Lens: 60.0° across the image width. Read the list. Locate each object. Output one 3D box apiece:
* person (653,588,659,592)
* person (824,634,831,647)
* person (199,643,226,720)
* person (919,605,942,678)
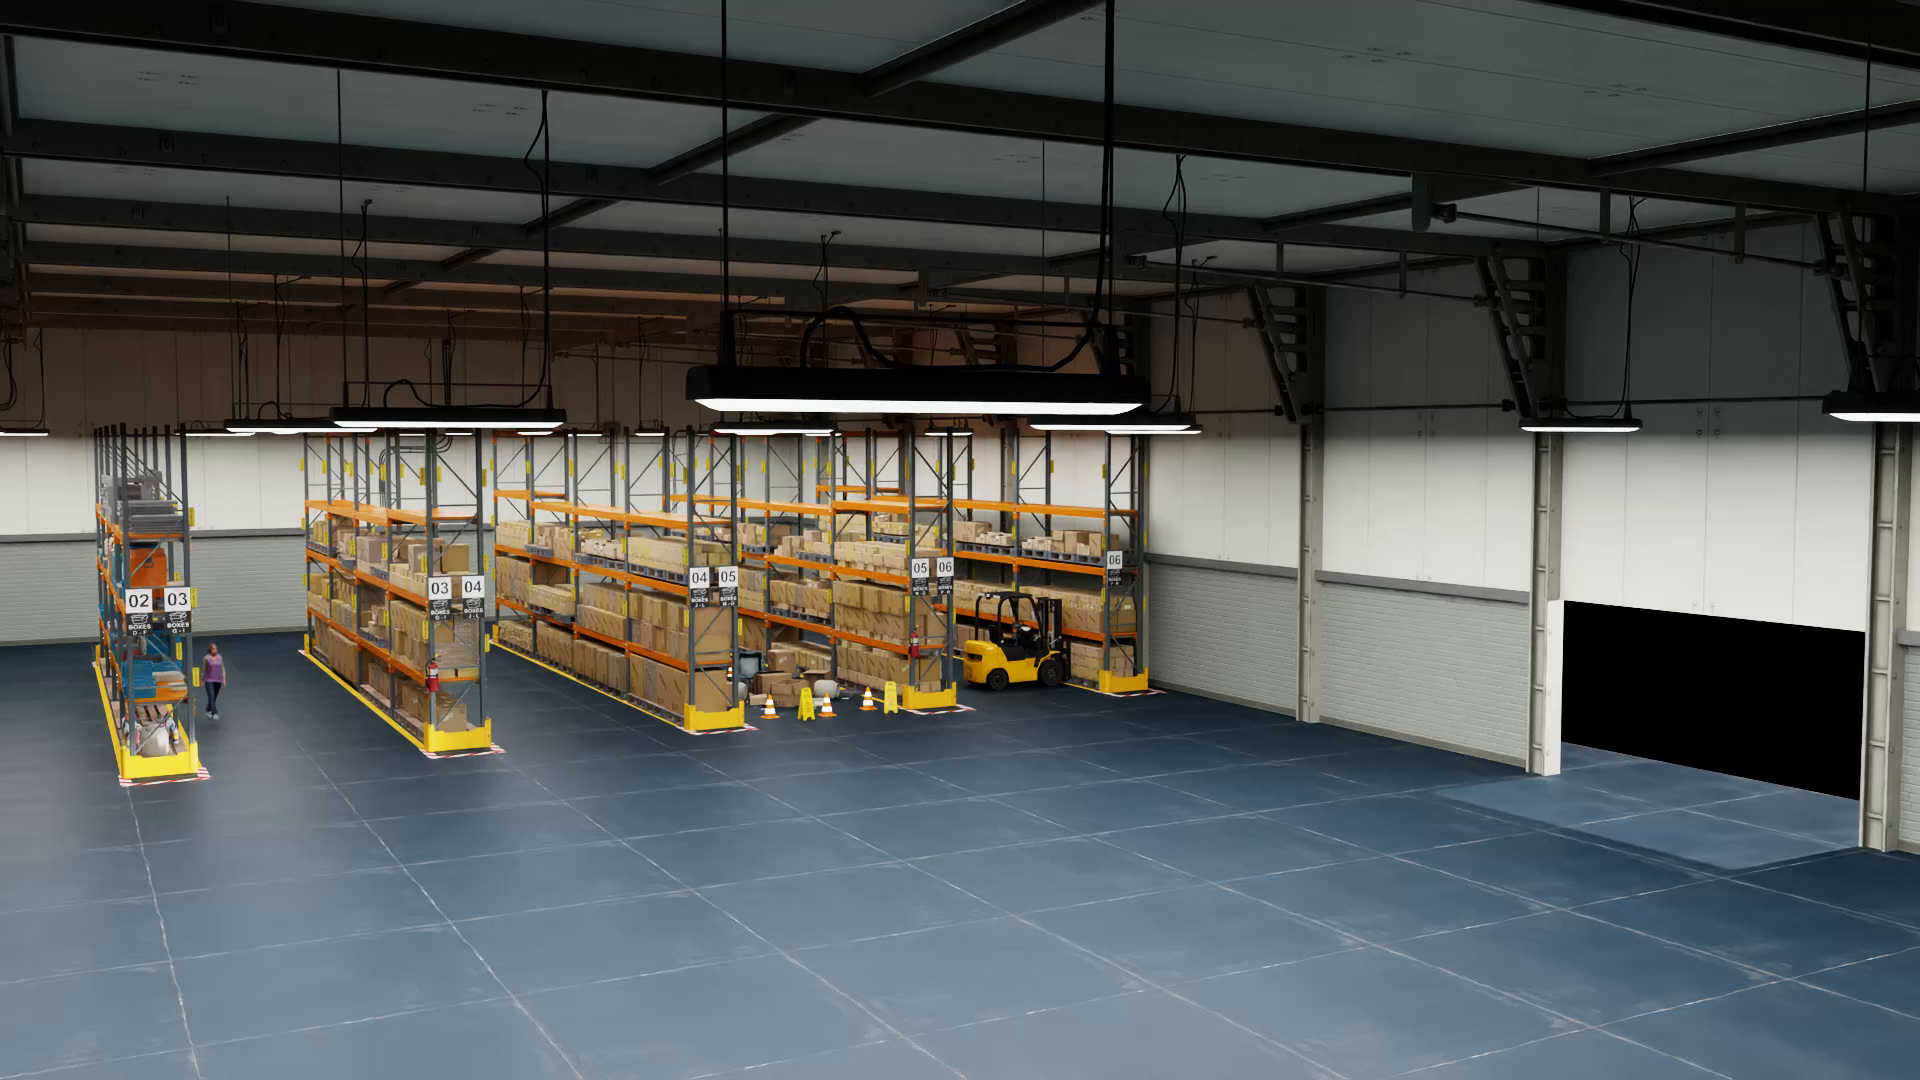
[{"bbox_3d":[-8.443,2.064,46.037,0.471,1.713,0.556,3,5,44],"label":"person"},{"bbox_3d":[-3.368,2.056,44.233,0.587,1.580,0.724,-2,4,-27],"label":"person"},{"bbox_3d":[-15.191,2.875,33.864,0.970,1.543,0.453,3,4,39],"label":"person"},{"bbox_3d":[-0.739,2.437,39.905,0.686,1.697,0.824,-2,4,-34],"label":"person"}]
